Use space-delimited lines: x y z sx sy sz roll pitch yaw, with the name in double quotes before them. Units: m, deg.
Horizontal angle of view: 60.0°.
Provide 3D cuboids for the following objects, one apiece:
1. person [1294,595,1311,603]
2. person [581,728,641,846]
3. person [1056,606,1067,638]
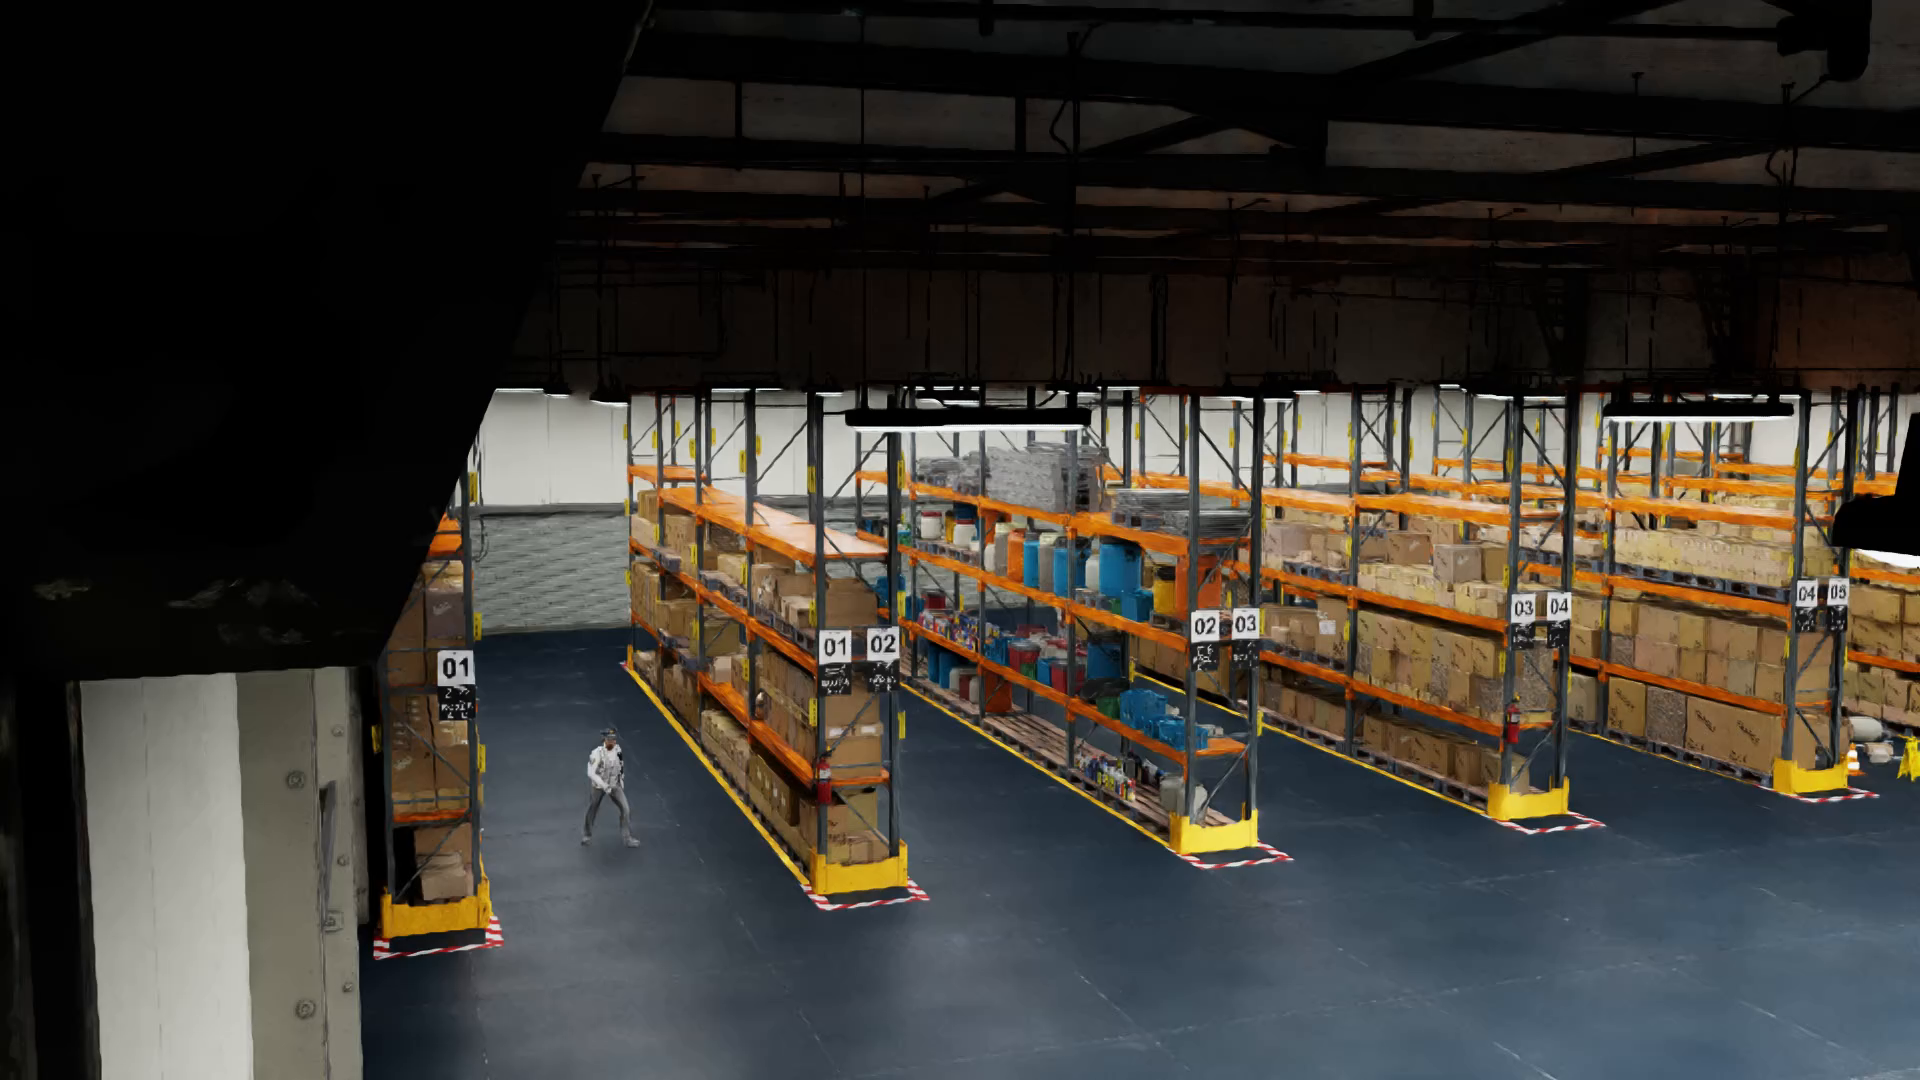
"person" 9.198 0.811 45.003 0.623 1.770 0.606 2 6 17
"person" -4.683 3.251 22.029 0.639 1.610 0.796 -4 7 -36
"person" 2.195 1.707 36.149 0.502 1.764 0.624 1 6 8
